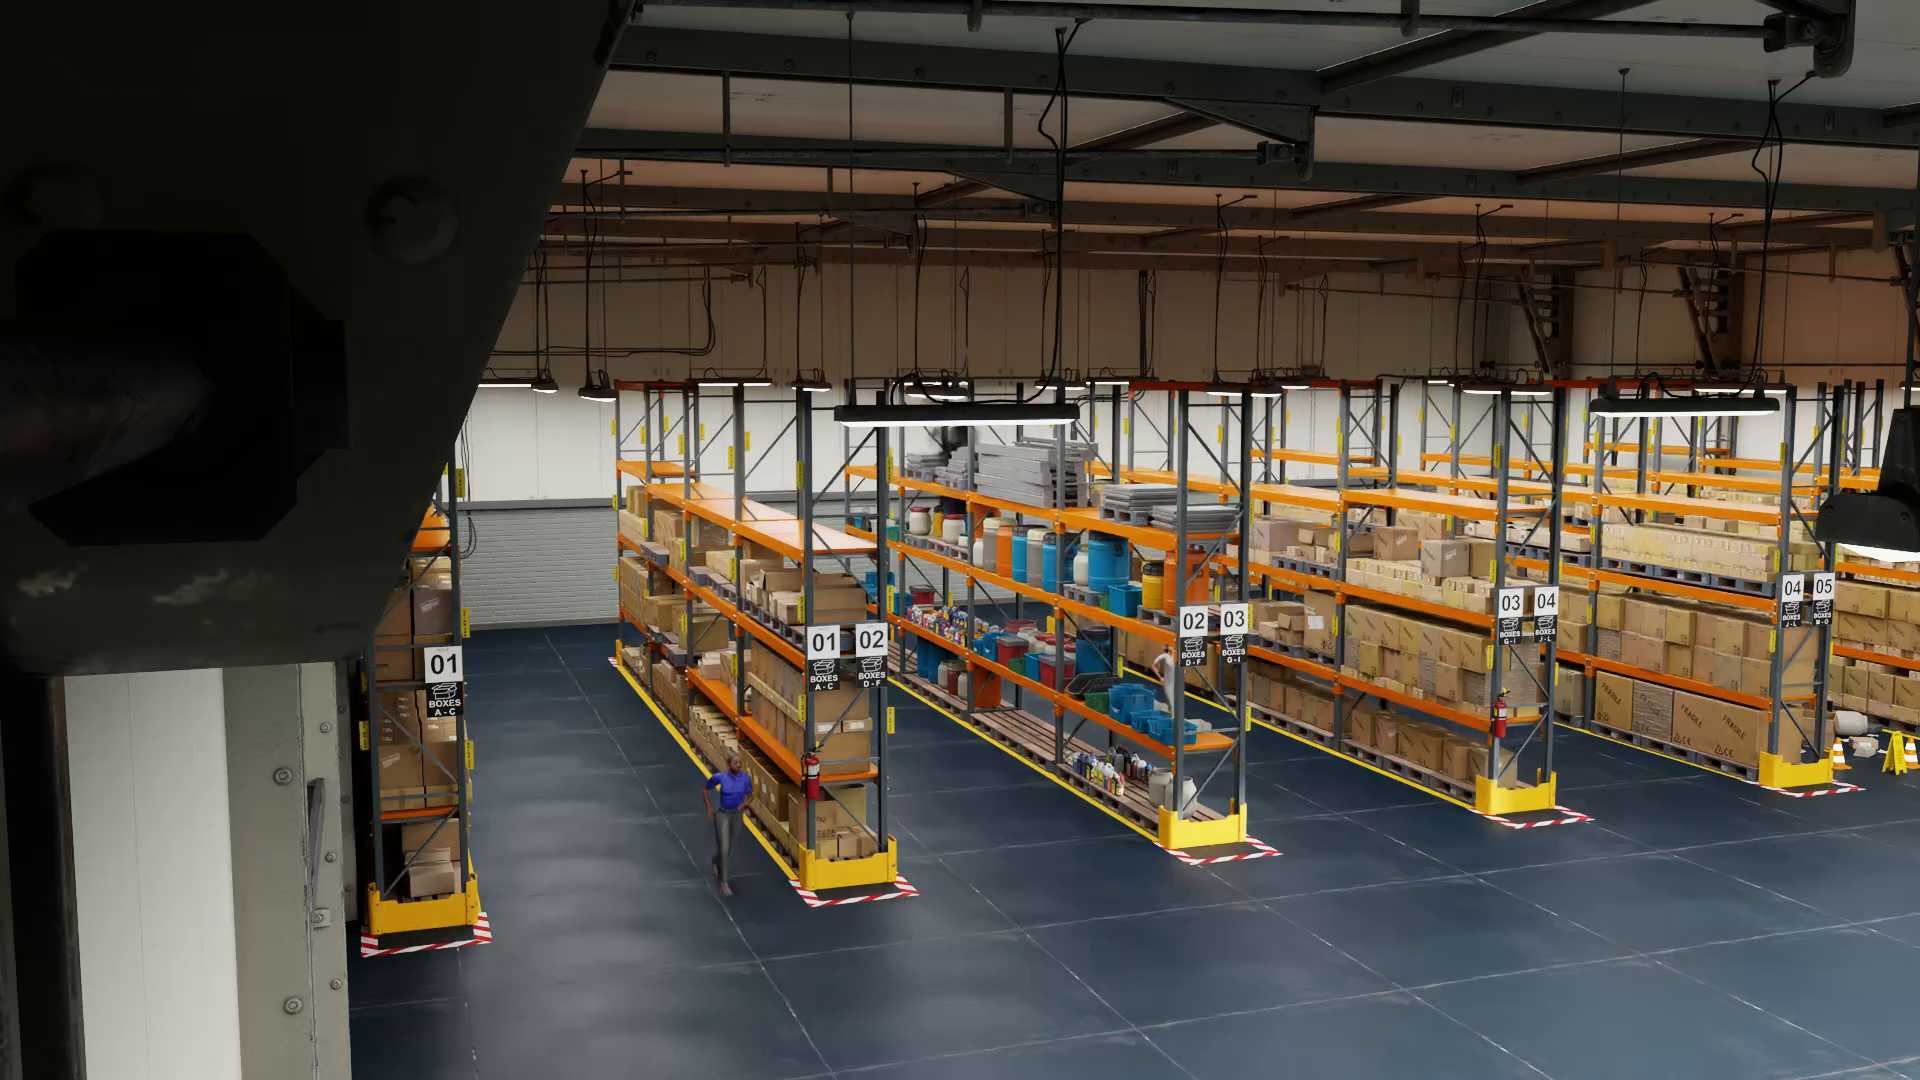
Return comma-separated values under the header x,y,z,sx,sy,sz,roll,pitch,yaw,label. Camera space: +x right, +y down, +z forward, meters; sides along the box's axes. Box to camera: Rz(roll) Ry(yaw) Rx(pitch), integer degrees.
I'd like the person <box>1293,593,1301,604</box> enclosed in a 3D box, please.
x,y,z,sx,sy,sz,roll,pitch,yaw,label
8.457,1.164,41.107,0.678,1.694,0.796,-5,8,-40,person

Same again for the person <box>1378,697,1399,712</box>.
x,y,z,sx,sy,sz,roll,pitch,yaw,label
7.822,2.277,29.911,0.546,1.565,0.702,-3,7,-24,person

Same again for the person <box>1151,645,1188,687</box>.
x,y,z,sx,sy,sz,roll,pitch,yaw,label
3.628,2.090,28.250,0.568,0.823,0.544,-3,7,-27,person
